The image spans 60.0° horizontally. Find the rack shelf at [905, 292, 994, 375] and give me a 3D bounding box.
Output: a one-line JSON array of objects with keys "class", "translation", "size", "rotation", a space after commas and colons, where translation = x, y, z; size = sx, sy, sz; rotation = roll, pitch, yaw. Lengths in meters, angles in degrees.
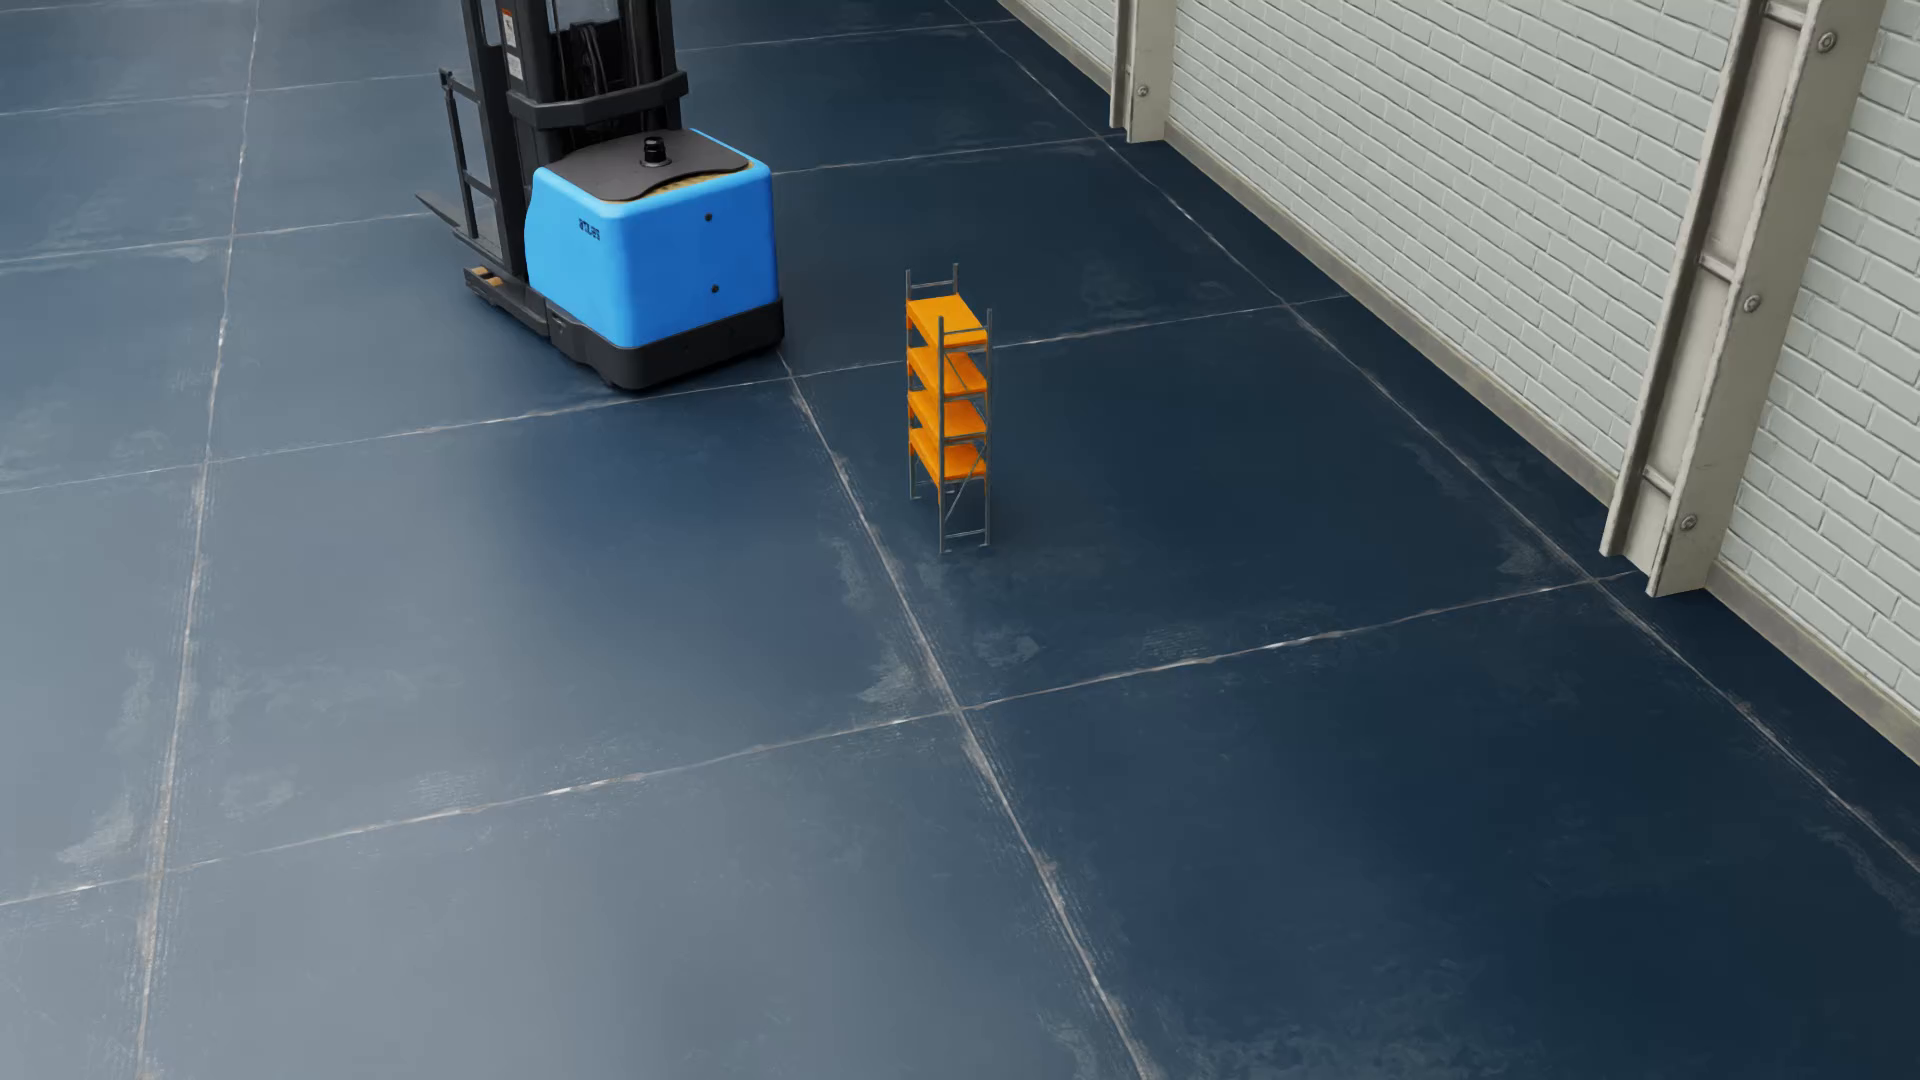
[{"class": "rack shelf", "translation": [-0.051, -0.915, 7.334], "size": [0.258, 0.148, 0.480], "rotation": [-10, 35, -15]}]

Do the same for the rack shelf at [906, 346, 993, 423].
[{"class": "rack shelf", "translation": [-0.051, -0.718, 7.465], "size": [0.258, 0.148, 0.480], "rotation": [-10, 35, -15]}]

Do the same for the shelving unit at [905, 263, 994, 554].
[{"class": "shelving unit", "translation": [-0.051, -0.587, 7.551], "size": [0.258, 1.200, 0.503], "rotation": [-10, 35, -15]}]

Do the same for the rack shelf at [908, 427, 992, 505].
[{"class": "rack shelf", "translation": [-0.051, -0.366, 7.697], "size": [0.258, 0.148, 0.480], "rotation": [-10, 35, -15]}]

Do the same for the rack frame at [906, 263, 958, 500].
[{"class": "rack frame", "translation": [-0.125, -0.716, 7.745], "size": [0.240, 1.200, 0.015], "rotation": [-10, 35, -15]}]

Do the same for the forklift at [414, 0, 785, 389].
[{"class": "forklift", "translation": [-2.312, -2.766, 9.277], "size": [1.130, 2.935, 3.031], "rotation": [-24, 41, -32]}]

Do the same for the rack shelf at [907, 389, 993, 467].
[{"class": "rack shelf", "translation": [-0.051, -0.531, 7.588], "size": [0.258, 0.148, 0.480], "rotation": [-10, 35, -15]}]

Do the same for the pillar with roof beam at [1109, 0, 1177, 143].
[{"class": "pillar with roof beam", "translation": [-2.778, -6.054, 8.749], "size": [9.100, 9.000, 0.400], "rotation": [-10, 35, -15]}]

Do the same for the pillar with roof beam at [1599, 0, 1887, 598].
[{"class": "pillar with roof beam", "translation": [-0.948, -2.904, 3.982], "size": [9.100, 9.000, 0.400], "rotation": [-10, 35, -15]}]

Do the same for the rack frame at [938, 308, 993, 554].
[{"class": "rack frame", "translation": [0.024, -0.459, 7.357], "size": [0.240, 1.200, 0.015], "rotation": [-10, 35, -15]}]
